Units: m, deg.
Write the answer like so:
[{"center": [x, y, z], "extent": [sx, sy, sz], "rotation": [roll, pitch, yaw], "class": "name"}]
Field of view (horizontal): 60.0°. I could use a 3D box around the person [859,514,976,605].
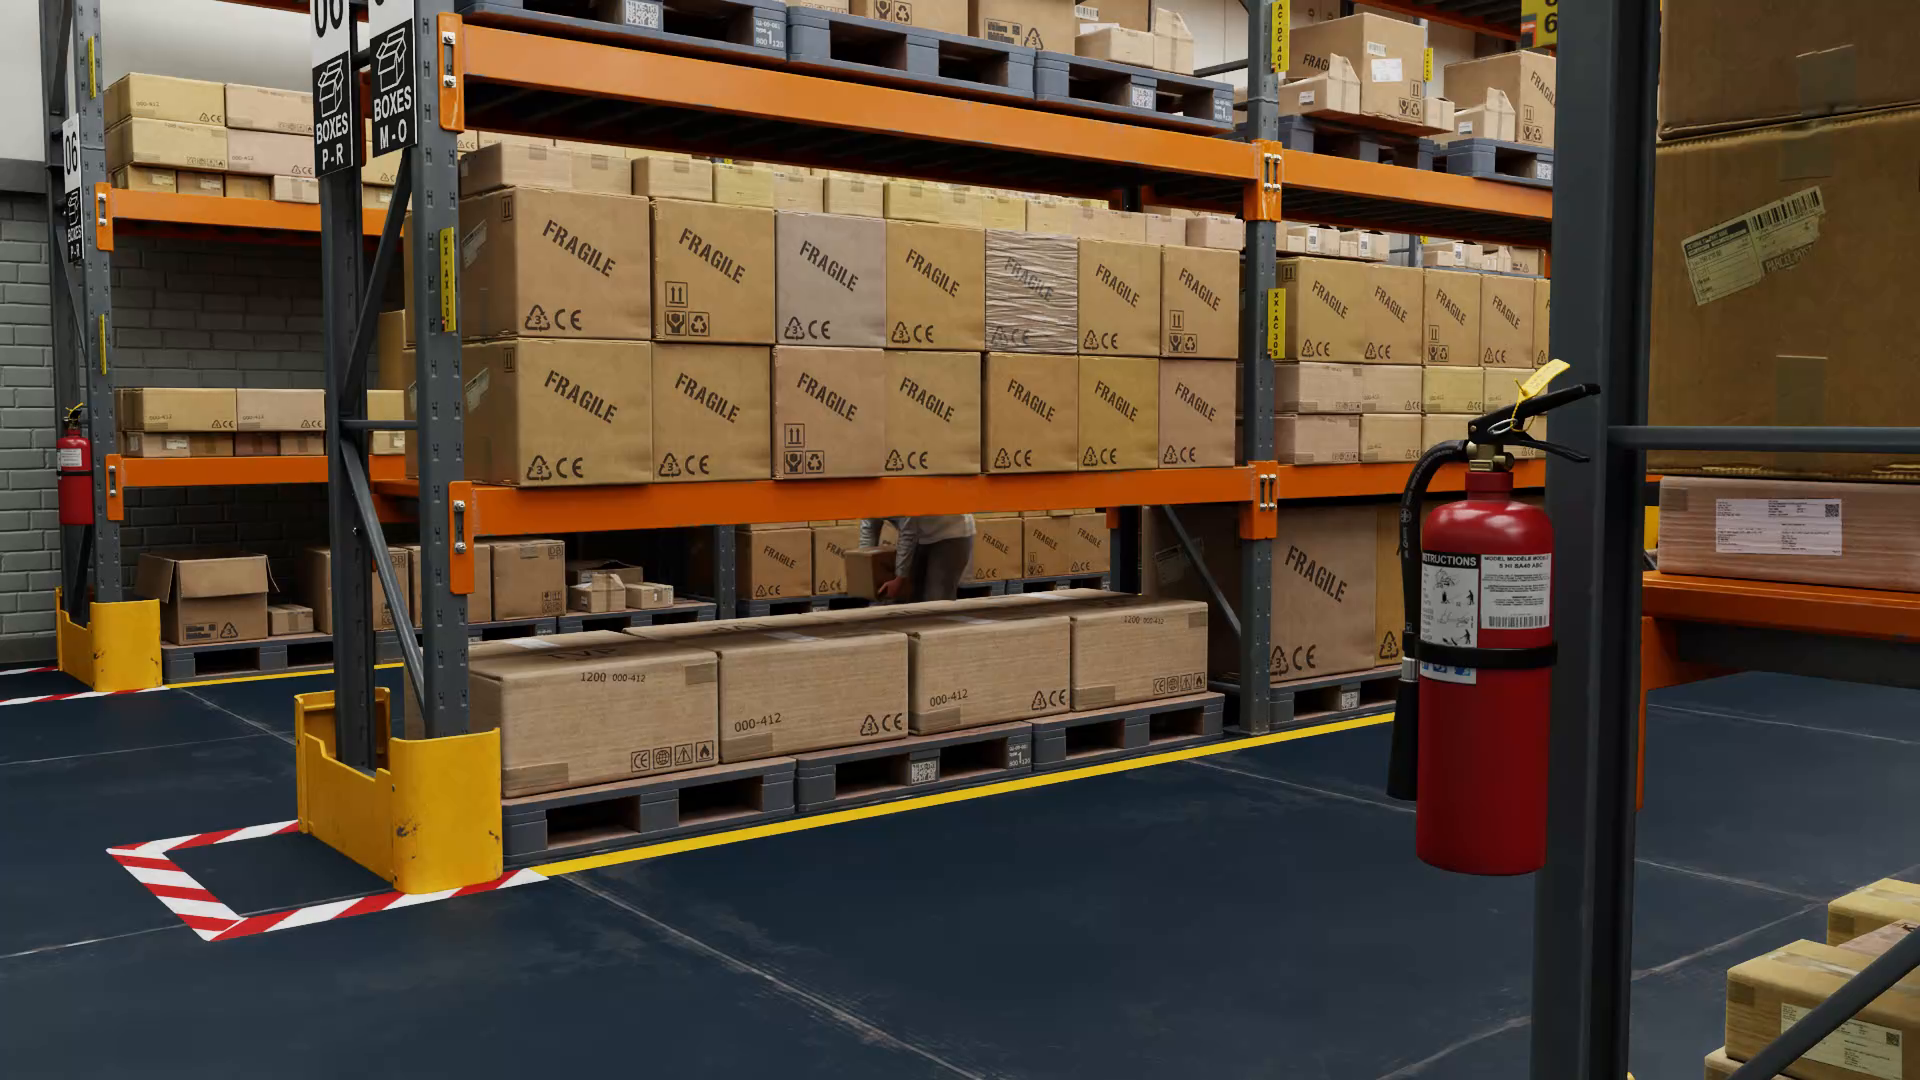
[{"center": [-0.313, 0.125, 9.148], "extent": [0.871, 1.476, 0.470], "rotation": [-4, 6, -41], "class": "person"}]
